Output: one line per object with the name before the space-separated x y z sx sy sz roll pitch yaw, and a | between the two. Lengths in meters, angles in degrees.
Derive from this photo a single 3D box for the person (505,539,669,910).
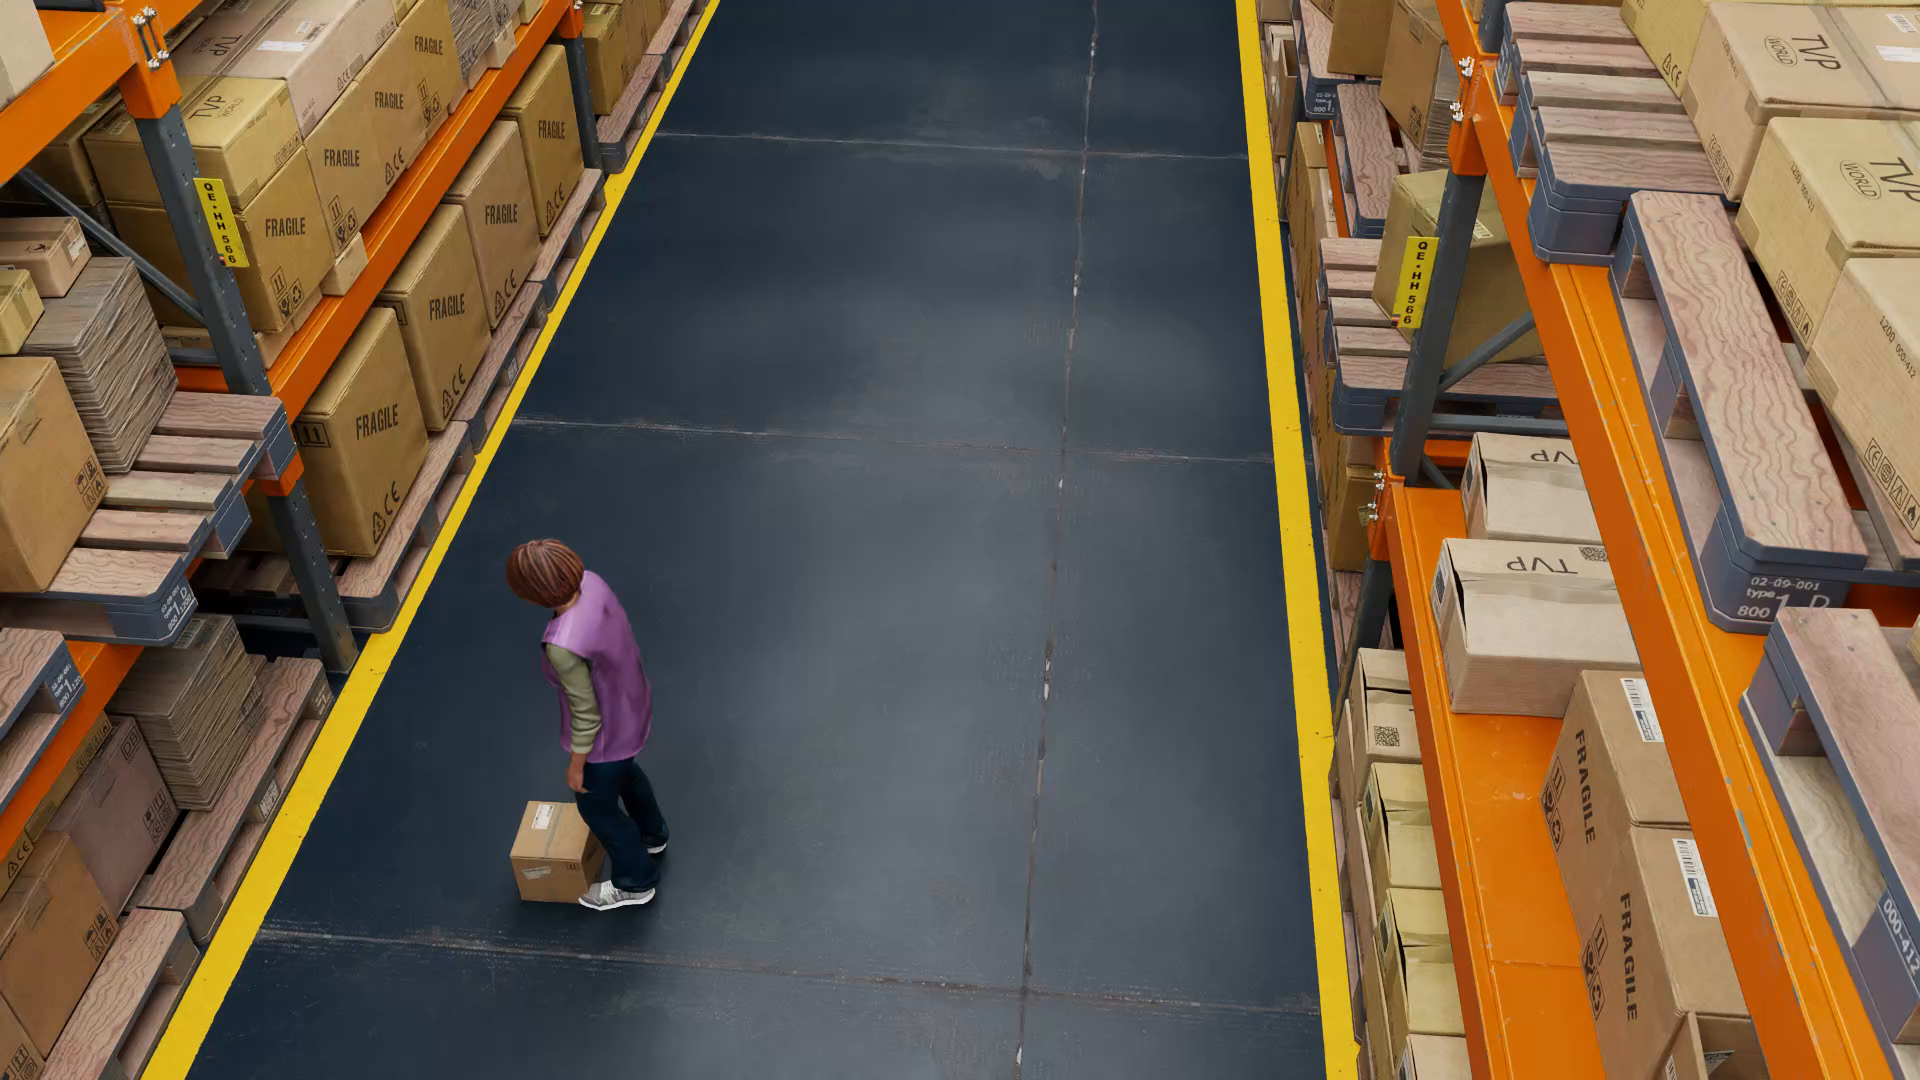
person | -1.184 0.608 5.456 0.347 1.593 0.476 2 41 3
